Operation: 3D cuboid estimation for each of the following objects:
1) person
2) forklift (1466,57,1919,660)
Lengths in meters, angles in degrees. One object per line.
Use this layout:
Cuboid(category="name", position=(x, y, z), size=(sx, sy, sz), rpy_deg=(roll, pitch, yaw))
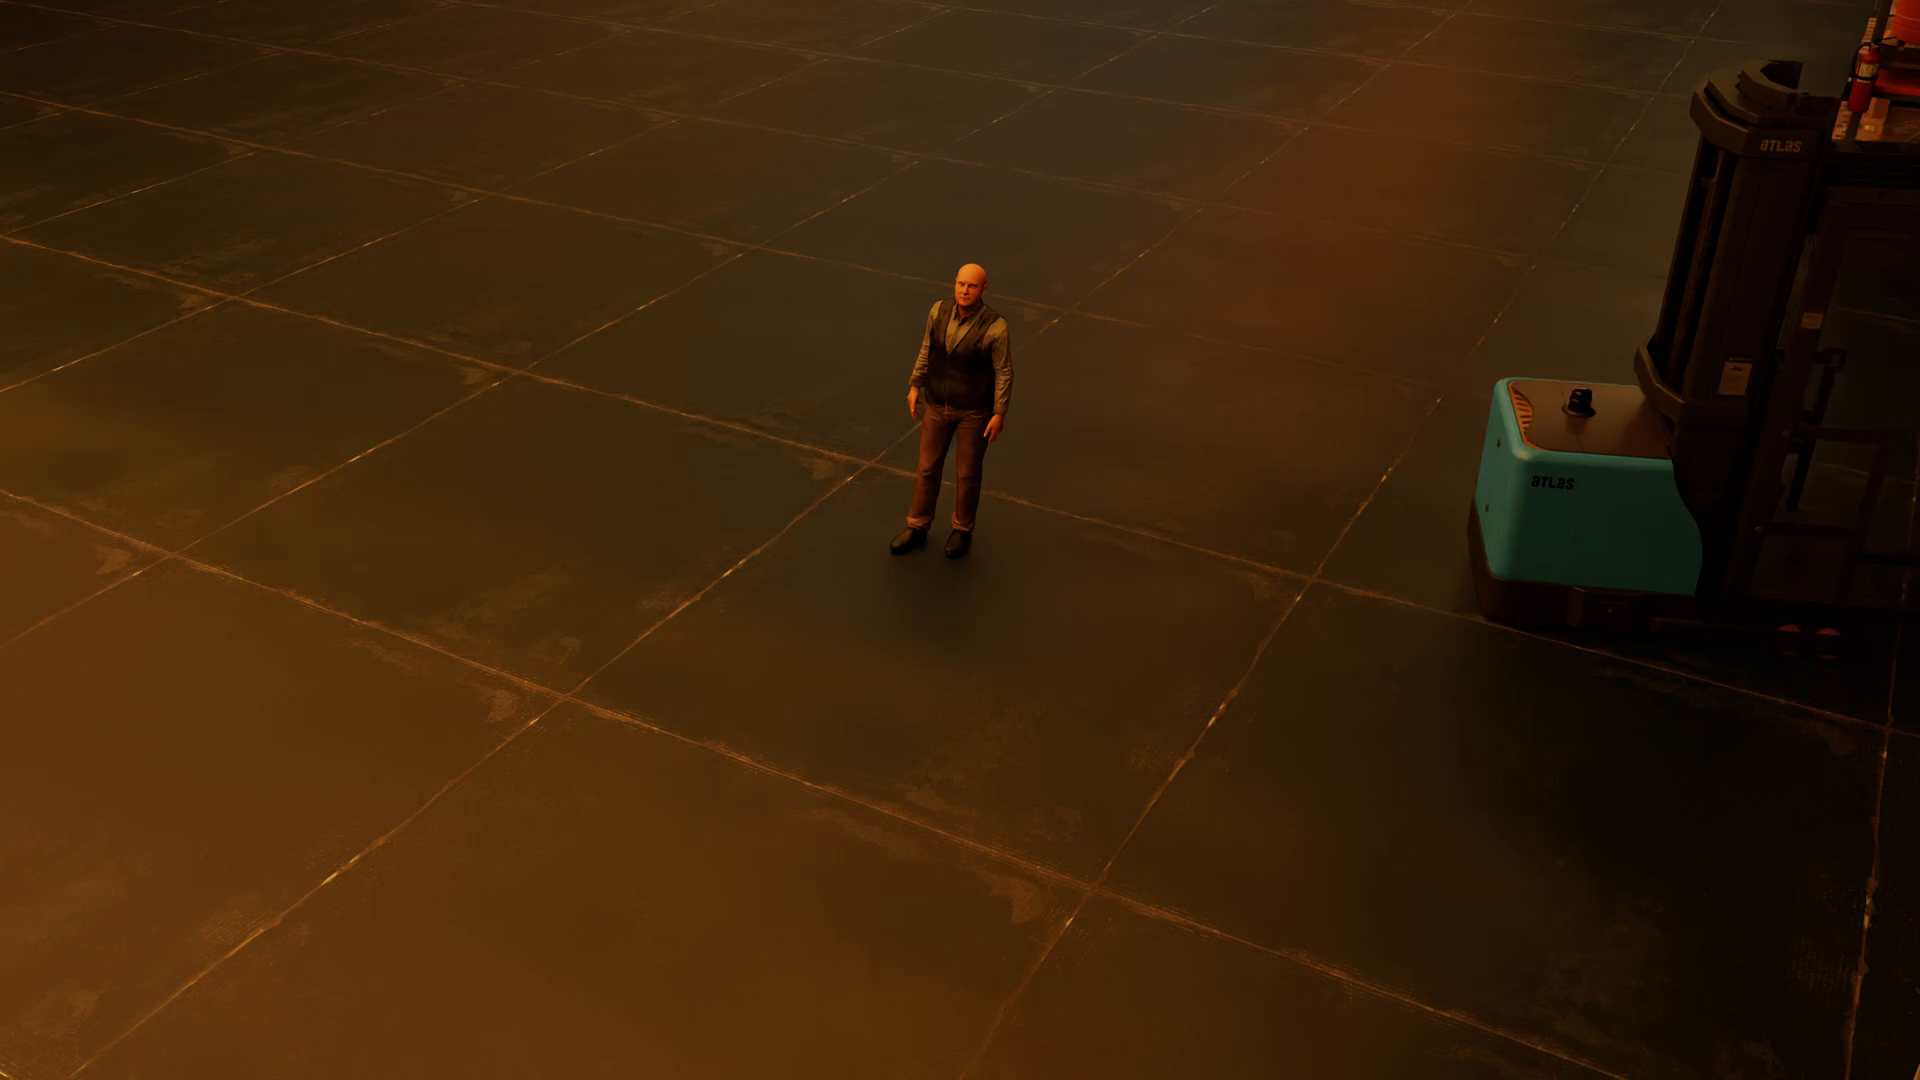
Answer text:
Cuboid(category="person", position=(-0.037, -0.726, 9.524), size=(0.634, 1.722, 0.566), rpy_deg=(15, 33, 25))
Cuboid(category="forklift", position=(4.449, -0.917, 8.660), size=(3.031, 2.935, 1.130), rpy_deg=(5, 30, 8))
